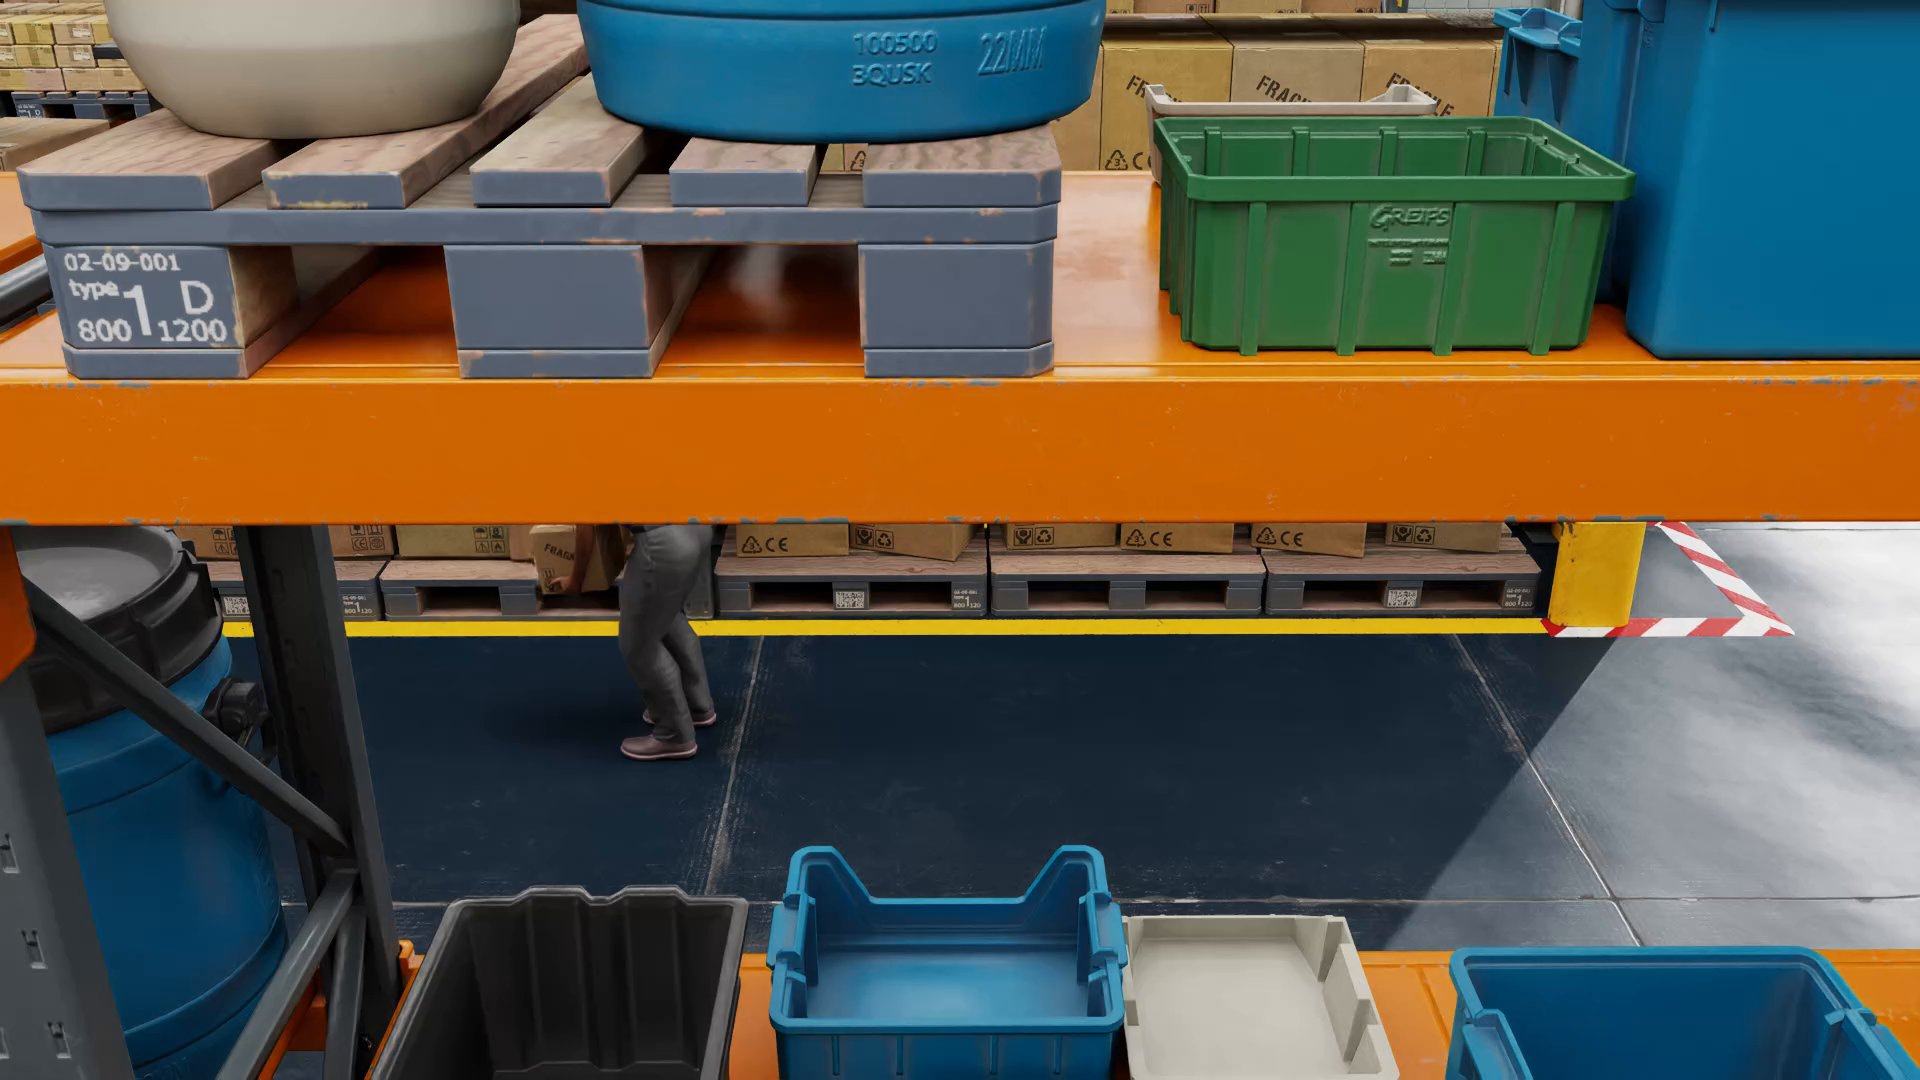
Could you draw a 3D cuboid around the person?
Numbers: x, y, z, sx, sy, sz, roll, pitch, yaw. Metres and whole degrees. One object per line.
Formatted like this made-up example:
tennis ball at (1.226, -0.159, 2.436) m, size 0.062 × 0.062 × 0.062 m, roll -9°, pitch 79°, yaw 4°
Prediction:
person at (-1.221, 0.059, 6.121) m, size 0.597 × 1.550 × 0.408 m, roll 3°, pitch 24°, yaw 7°
